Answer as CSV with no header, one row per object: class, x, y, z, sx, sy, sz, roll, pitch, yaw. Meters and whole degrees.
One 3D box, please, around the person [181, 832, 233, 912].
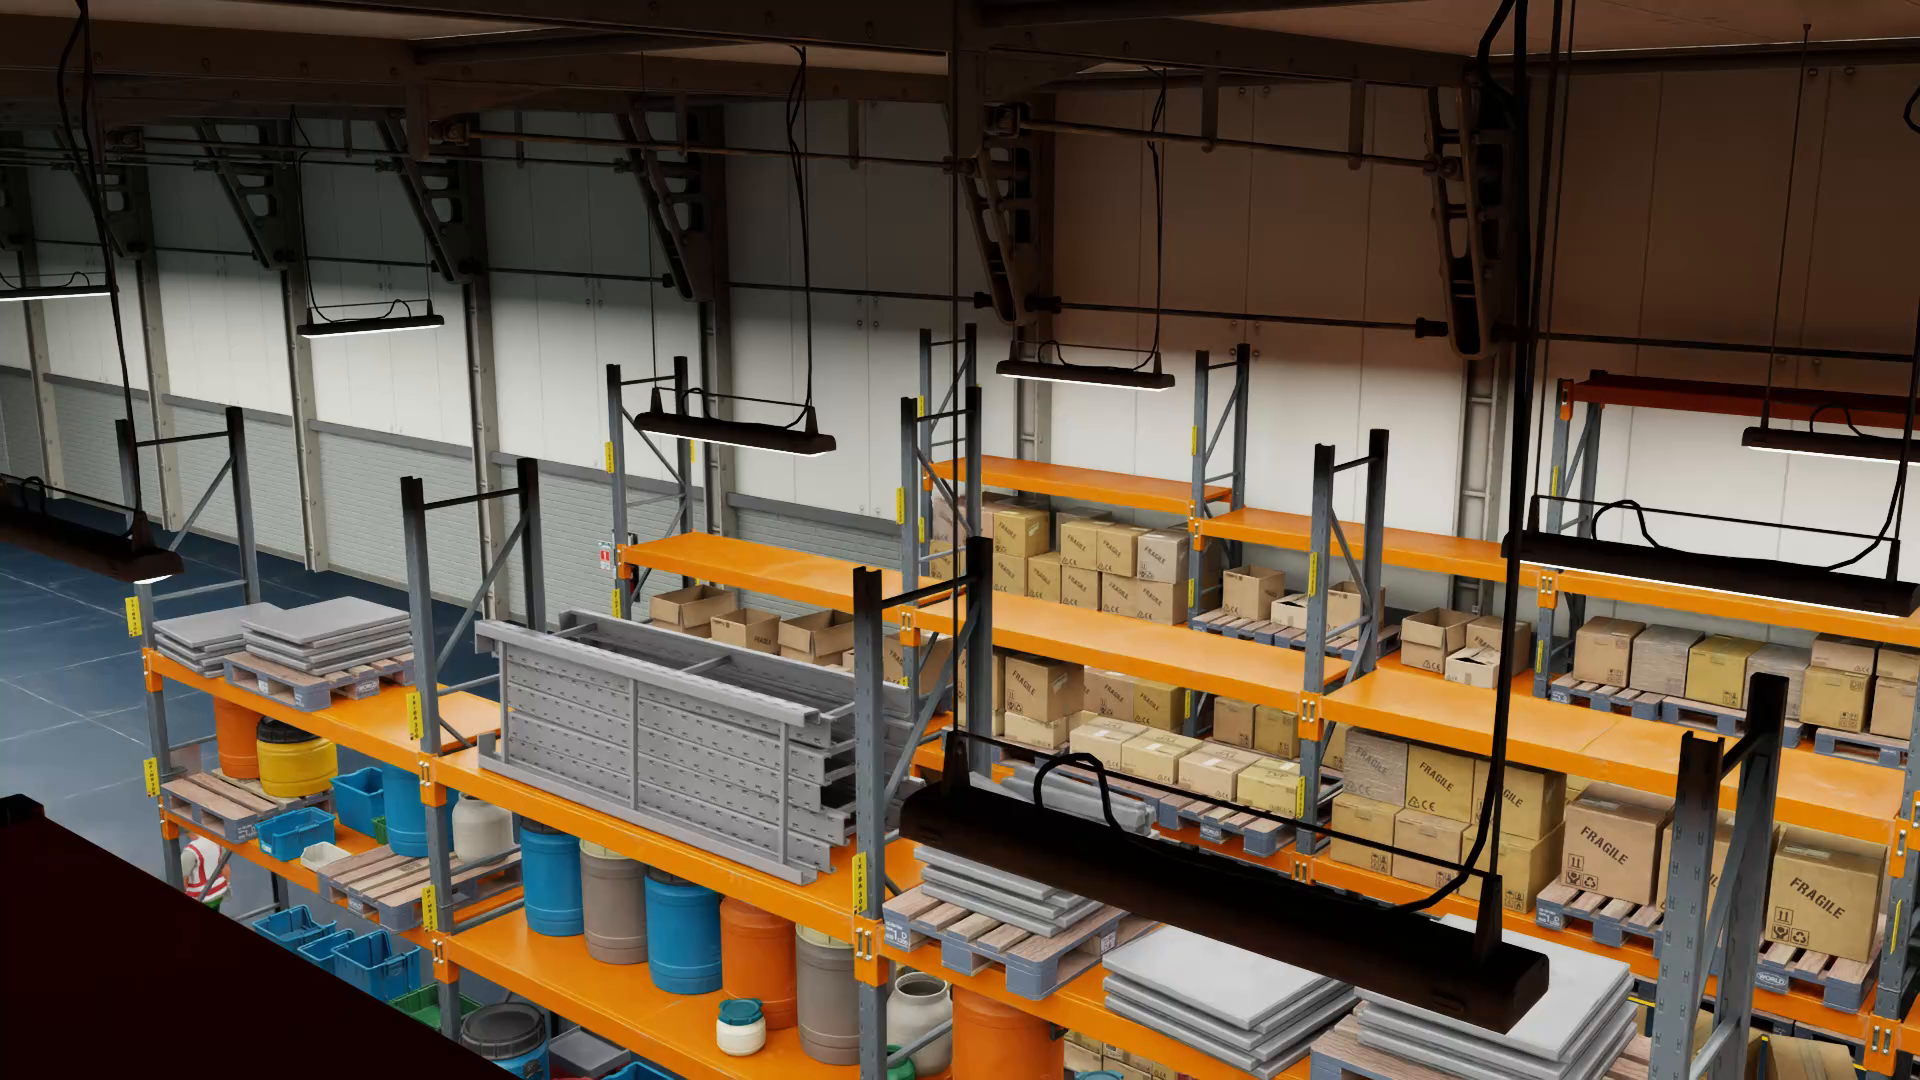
person,-7.506,3.559,16.497,0.597,1.823,0.593,3,13,13
